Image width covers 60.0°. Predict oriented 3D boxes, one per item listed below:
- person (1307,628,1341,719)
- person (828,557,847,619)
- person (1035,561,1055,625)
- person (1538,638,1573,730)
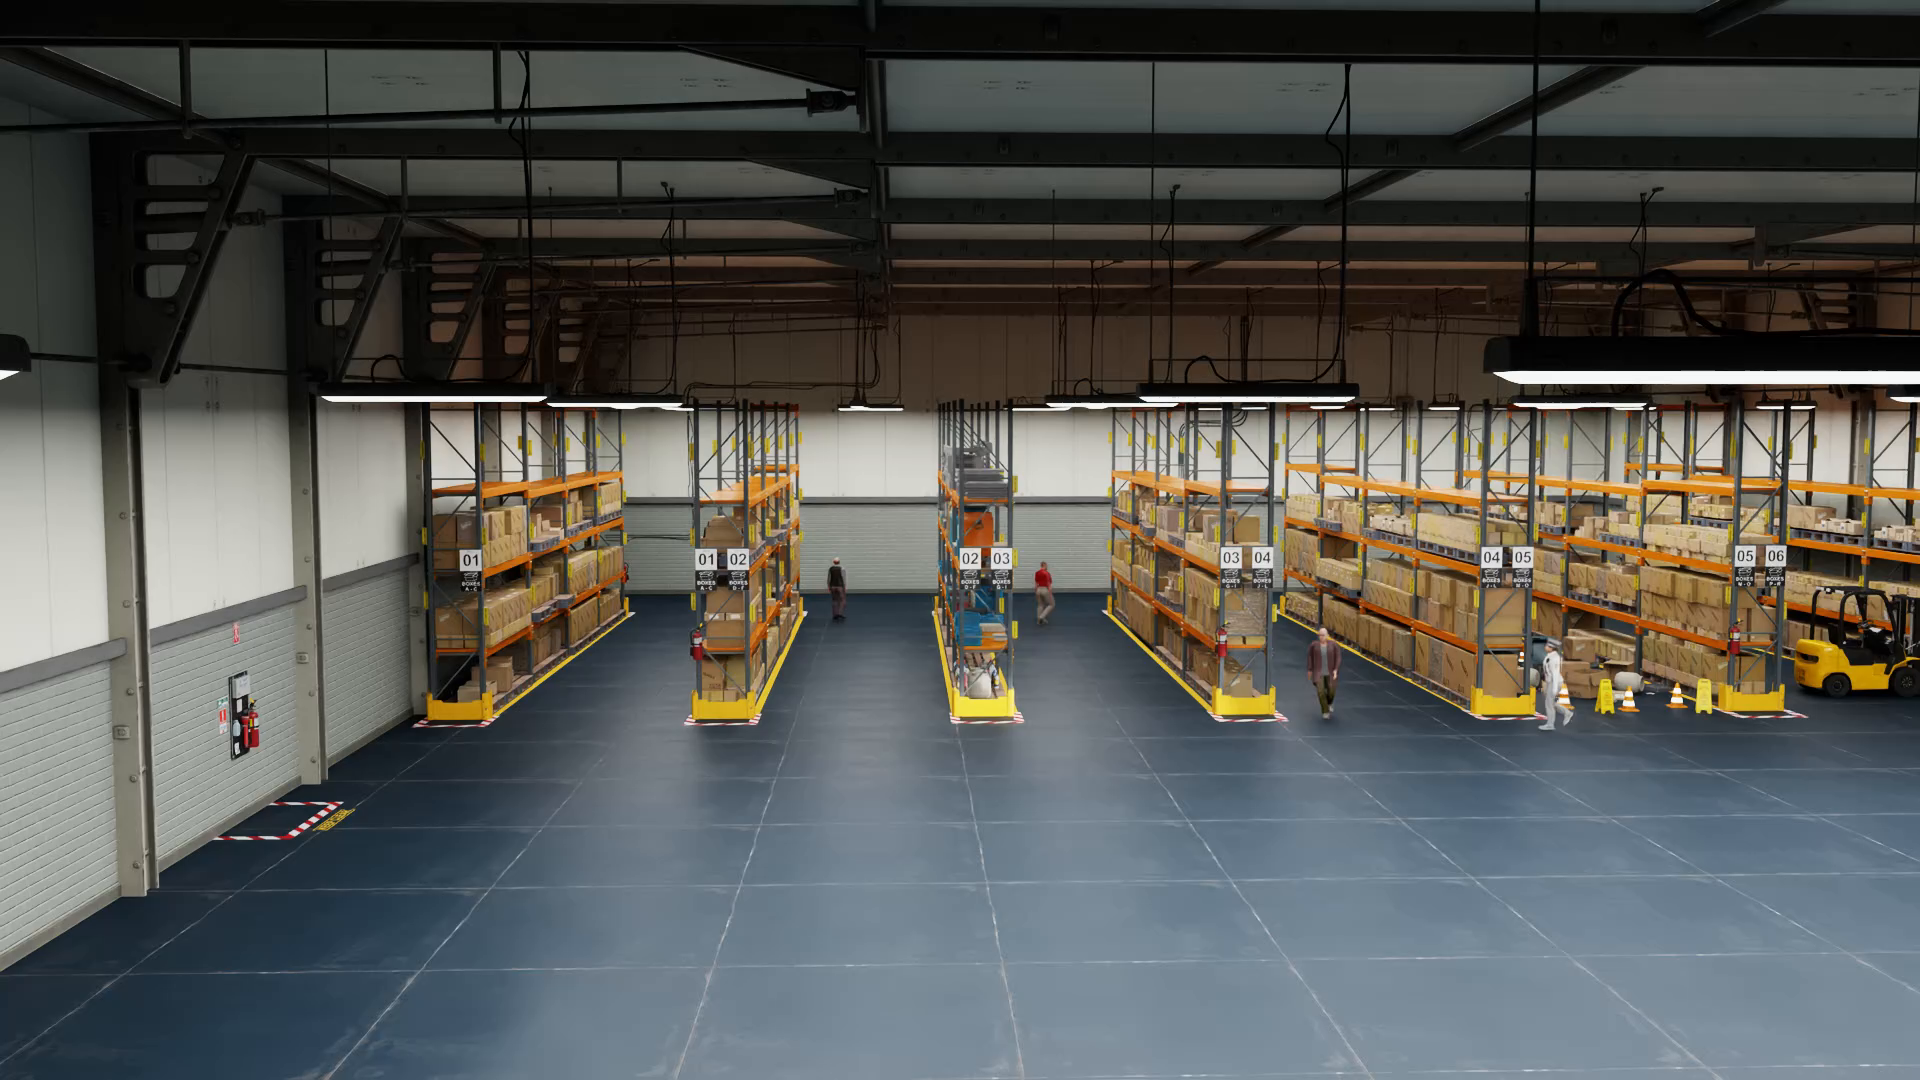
[{"bbox_3d":[6.887,2.498,31.442,0.622,1.694,0.803,1,4,11],"label":"person"},{"bbox_3d":[-3.434,1.347,46.408,0.570,1.721,0.502,2,5,22],"label":"person"},{"bbox_3d":[2.246,1.438,44.948,0.487,1.729,0.560,-4,6,-44],"label":"person"},{"bbox_3d":[10.789,2.593,30.048,0.644,1.665,0.491,0,4,5],"label":"person"}]
